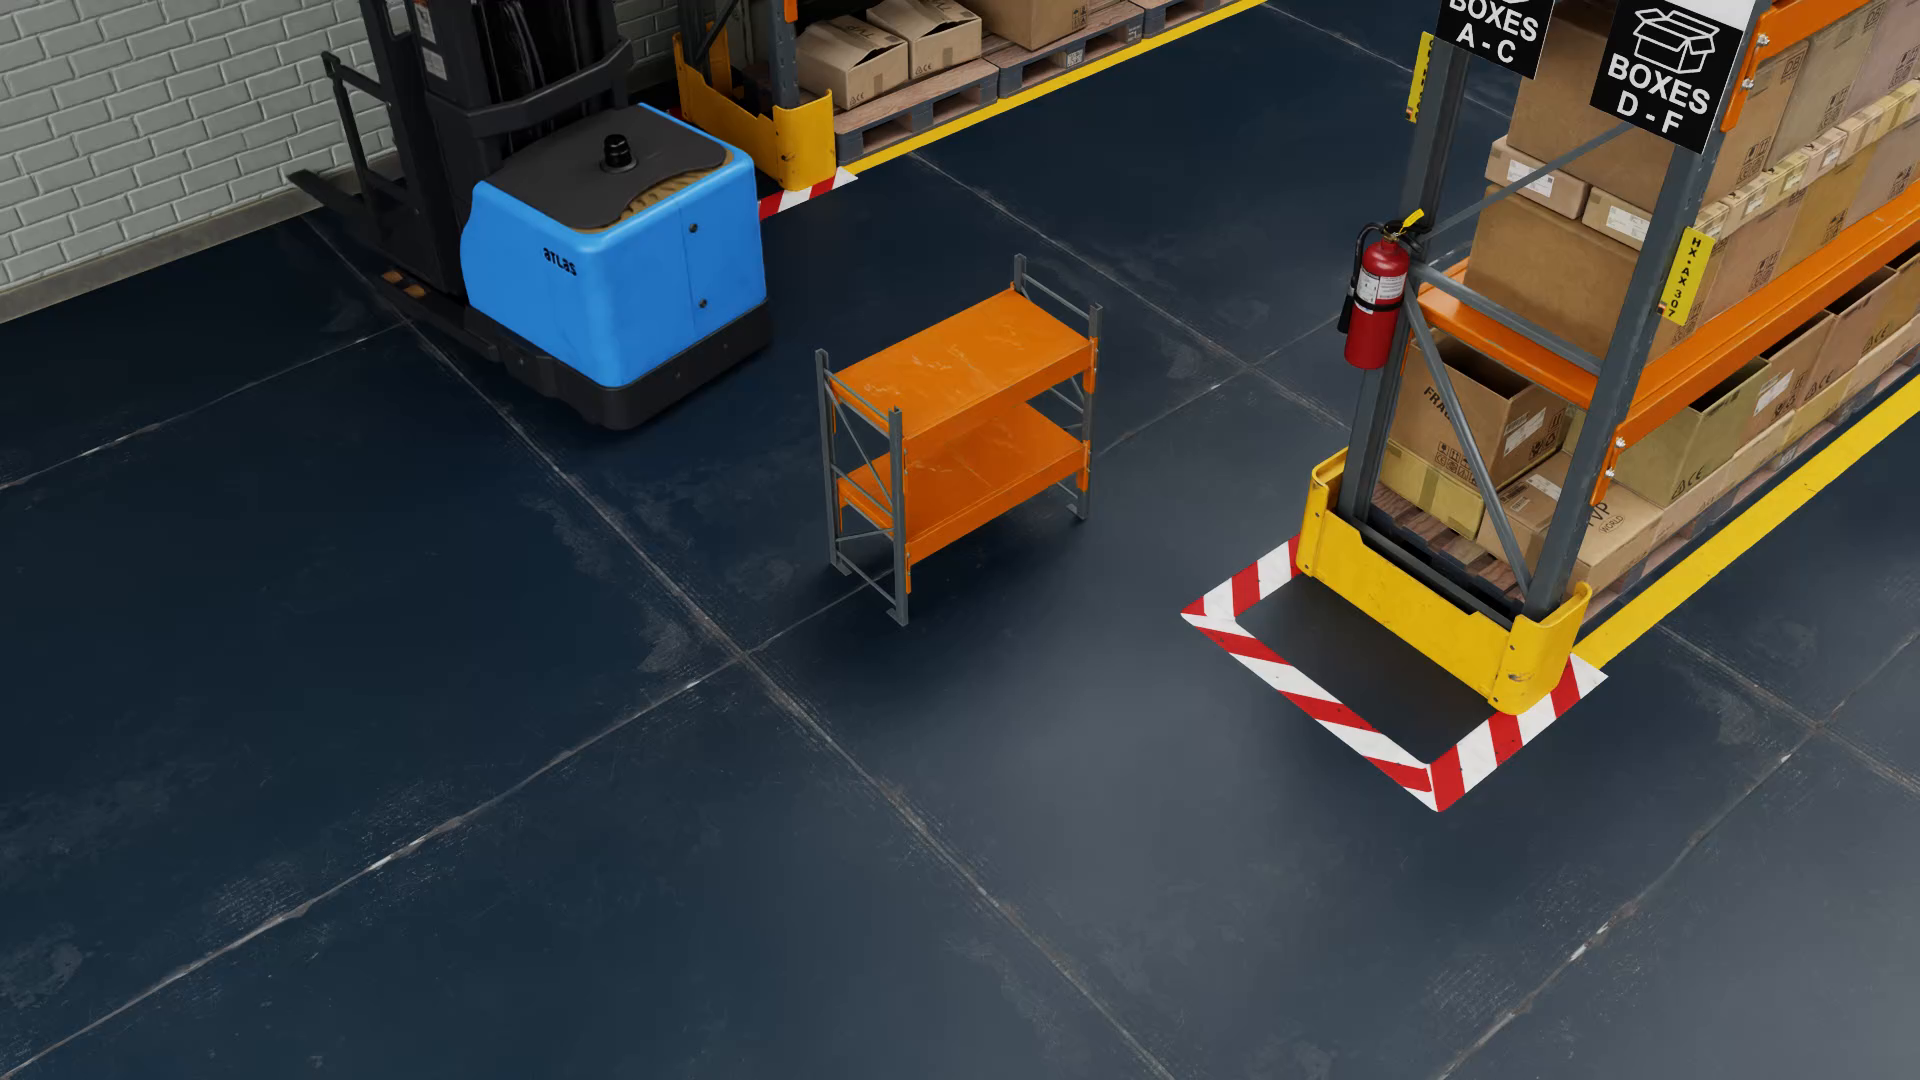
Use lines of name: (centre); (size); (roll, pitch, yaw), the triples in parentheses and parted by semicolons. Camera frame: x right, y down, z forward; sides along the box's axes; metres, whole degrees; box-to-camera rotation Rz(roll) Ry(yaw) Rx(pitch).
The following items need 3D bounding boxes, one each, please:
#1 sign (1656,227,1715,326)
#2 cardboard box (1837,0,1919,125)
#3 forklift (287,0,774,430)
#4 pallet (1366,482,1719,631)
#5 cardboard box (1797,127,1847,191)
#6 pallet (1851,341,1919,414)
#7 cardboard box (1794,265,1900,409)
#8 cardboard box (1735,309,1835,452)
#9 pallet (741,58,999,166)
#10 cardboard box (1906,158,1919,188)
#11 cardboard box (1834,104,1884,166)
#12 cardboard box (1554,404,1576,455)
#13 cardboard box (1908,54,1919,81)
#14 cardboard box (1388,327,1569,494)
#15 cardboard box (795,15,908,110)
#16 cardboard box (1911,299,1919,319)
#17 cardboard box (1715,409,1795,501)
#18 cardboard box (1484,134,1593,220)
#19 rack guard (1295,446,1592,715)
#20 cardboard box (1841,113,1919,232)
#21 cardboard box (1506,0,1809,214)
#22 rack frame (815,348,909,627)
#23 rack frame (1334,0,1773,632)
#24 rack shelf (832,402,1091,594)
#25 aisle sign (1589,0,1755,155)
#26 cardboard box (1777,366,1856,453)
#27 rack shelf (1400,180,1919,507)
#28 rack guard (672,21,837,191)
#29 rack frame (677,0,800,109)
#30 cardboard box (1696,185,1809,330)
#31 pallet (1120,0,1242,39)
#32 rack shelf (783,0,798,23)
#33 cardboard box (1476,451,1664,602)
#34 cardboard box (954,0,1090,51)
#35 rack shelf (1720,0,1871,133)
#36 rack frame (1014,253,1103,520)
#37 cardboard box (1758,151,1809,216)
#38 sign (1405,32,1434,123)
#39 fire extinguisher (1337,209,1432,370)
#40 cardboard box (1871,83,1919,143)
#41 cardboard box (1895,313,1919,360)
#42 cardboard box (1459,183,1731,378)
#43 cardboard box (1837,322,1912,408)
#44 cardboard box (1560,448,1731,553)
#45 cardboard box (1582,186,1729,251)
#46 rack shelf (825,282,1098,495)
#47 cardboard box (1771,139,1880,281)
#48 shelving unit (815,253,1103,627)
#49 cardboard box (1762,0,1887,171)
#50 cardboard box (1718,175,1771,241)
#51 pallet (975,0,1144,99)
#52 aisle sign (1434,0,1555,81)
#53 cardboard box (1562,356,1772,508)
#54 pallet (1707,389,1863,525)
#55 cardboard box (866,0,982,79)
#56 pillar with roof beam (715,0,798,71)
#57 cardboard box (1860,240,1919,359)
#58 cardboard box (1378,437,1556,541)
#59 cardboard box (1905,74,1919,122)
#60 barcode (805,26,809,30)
sign: (2.291, -0.831, 5.253); (0.005, 0.325, 0.100); (-30, 51, -28)
cardboard box: (3.132, -1.967, 6.133); (0.500, 0.500, 0.700); (-30, 51, -28)
forklift: (-2.367, -2.441, 7.708); (3.031, 2.935, 1.130); (31, 51, 28)
pallet: (2.499, -0.122, 7.226); (1.213, 0.211, 1.003); (-30, 51, -28)
cardboard box: (2.966, -1.449, 6.054); (0.250, 0.149, 0.380); (-31, 51, -28)
pallet: (4.371, -1.194, 8.367); (1.213, 0.211, 1.003); (-30, 51, -28)
cardboard box: (3.646, -0.981, 7.257); (0.500, 0.500, 0.500); (-30, 51, -28)
cardboard box: (3.251, -0.770, 7.033); (0.500, 0.500, 0.500); (-30, 51, -28)
pallet: (-0.538, -2.735, 10.008); (1.213, 0.211, 1.003); (-30, 51, -28)
cardboard box: (3.883, -1.922, 7.033); (0.500, 0.500, 0.700); (-29, 50, -27)
cardboard box: (3.169, -1.567, 6.180); (0.250, 0.149, 0.380); (-32, 52, -29)
cardboard box: (2.537, -0.548, 7.344); (0.500, 0.250, 0.500); (-30, 51, -28)
cardboard box: (3.516, -2.187, 6.367); (0.500, 0.500, 0.700); (-30, 51, -28)
cardboard box: (2.160, -0.596, 6.848); (0.500, 0.500, 0.500); (-30, 51, -28)
cardboard box: (-0.653, -2.817, 9.701); (0.500, 0.311, 0.500); (33, 52, 30)
cardboard box: (4.401, -1.430, 7.735); (0.500, 0.500, 0.500); (-30, 51, -28)
cardboard box: (3.258, -0.491, 7.283); (0.500, 0.250, 0.500); (-30, 51, -28)
cardboard box: (2.110, -1.321, 5.919); (0.250, 0.149, 0.380); (-31, 51, -28)
rack guard: (1.921, 0.141, 6.734); (0.348, 0.500, 1.175); (-30, 51, -28)
cardboard box: (3.491, -1.697, 6.792); (0.500, 0.500, 0.700); (-28, 50, -27)
cardboard box: (2.346, -1.511, 5.648); (0.500, 0.500, 0.700); (-30, 51, -28)
rack frame: (-0.385, -0.190, 6.630); (0.032, 1.125, 0.500); (-30, 51, -28)
rack frame: (1.939, -0.780, 5.890); (0.127, 3.000, 1.000); (-30, 51, -28)
rack shelf: (0.005, -0.235, 7.035); (1.000, 0.278, 0.538); (-30, 51, -28)
aisle sign: (2.085, -1.538, 4.798); (0.004, 0.787, 0.394); (-30, 51, -28)
cardboard box: (3.645, -0.708, 7.514); (0.500, 0.250, 0.500); (-30, 51, -28)
rack shelf: (3.473, -1.397, 7.072); (4.000, 0.370, 1.077); (-30, 51, -28)
rack guard: (-1.184, -2.502, 9.549); (0.348, 0.500, 1.175); (-30, 51, -28)
rack frame: (-1.242, -3.380, 8.658); (0.127, 3.000, 1.000); (-30, 51, -28)
cardboard box: (2.705, -1.248, 6.315); (0.500, 0.500, 0.700); (-28, 50, -27)
pallet: (1.334, -3.807, 11.149); (1.213, 0.211, 1.003); (-30, 51, -28)
rack shelf: (0.292, -3.996, 9.840); (4.000, 0.370, 1.077); (-30, 51, -28)
cardboard box: (2.493, -0.050, 6.814); (0.500, 0.250, 0.500); (-30, 51, -28)
cardboard box: (0.379, -3.432, 10.218); (0.500, 0.500, 0.700); (-33, 52, -30)
rack shelf: (3.473, -2.490, 6.045); (4.000, 0.370, 1.077); (-30, 51, -28)
rack frame: (0.395, -0.636, 7.106); (0.032, 1.125, 0.500); (-30, 51, -28)
cardboard box: (2.771, -1.339, 5.938); (0.250, 0.149, 0.380); (-30, 51, -28)
sign: (1.602, -1.580, 5.722); (0.005, 0.325, 0.100); (-30, 51, -28)
fire extinguisher: (1.551, -0.944, 6.121); (0.183, 0.674, 0.296); (-30, 51, -28)
cardboard box: (3.365, -1.679, 6.300); (0.250, 0.149, 0.380); (-30, 51, -28)
cardboard box: (4.402, -1.155, 7.991); (0.500, 0.250, 0.500); (-30, 51, -28)
cardboard box: (2.306, -1.015, 6.067); (0.500, 0.500, 0.700); (-30, 51, -28)
cardboard box: (4.028, -0.928, 7.749); (0.500, 0.250, 0.500); (-30, 51, -28)
cardboard box: (2.875, -0.272, 7.050); (0.500, 0.250, 0.500); (-30, 51, -28)
cardboard box: (2.378, -1.113, 5.697); (0.250, 0.149, 0.380); (-30, 51, -28)
rack shelf: (0.005, -0.626, 6.668); (1.000, 0.278, 0.538); (-30, 51, -28)
cardboard box: (3.090, -1.463, 6.544); (0.500, 0.500, 0.700); (-29, 51, -28)
shelving unit: (0.005, -0.413, 6.868); (1.048, 1.125, 0.538); (-30, 51, -28)
cardboard box: (2.746, -1.745, 5.897); (0.500, 0.500, 0.700); (-31, 51, -29)
cardboard box: (2.579, -1.230, 5.822); (0.250, 0.149, 0.380); (-31, 51, -29)
pallet: (0.398, -3.268, 10.576); (1.213, 0.211, 1.003); (-30, 51, -28)
aisle sign: (1.701, -1.853, 5.133); (0.004, 0.787, 0.394); (-30, 51, -28)
cardboard box: (2.876, -0.544, 6.792); (0.500, 0.500, 0.500); (-30, 51, -28)
pallet: (3.434, -0.655, 7.793); (1.213, 0.211, 1.003); (-30, 51, -28)
cardboard box: (-0.216, -3.067, 9.968); (0.500, 0.311, 0.500); (-26, 49, -25)
pillar with roof beam: (1.502, -4.068, 5.008); (0.400, 9.000, 9.100); (-30, 51, -28)
cardboard box: (4.020, -1.208, 7.499); (0.500, 0.500, 0.500); (-30, 51, -28)
cardboard box: (2.161, -0.322, 7.103); (0.500, 0.250, 0.500); (-30, 51, -28)
cardboard box: (3.558, -1.787, 6.415); (0.250, 0.149, 0.380); (-29, 51, -28)
barcode: (-0.896, -3.038, 9.930); (0.075, 0.075, 0.001); (-30, 51, -28)
